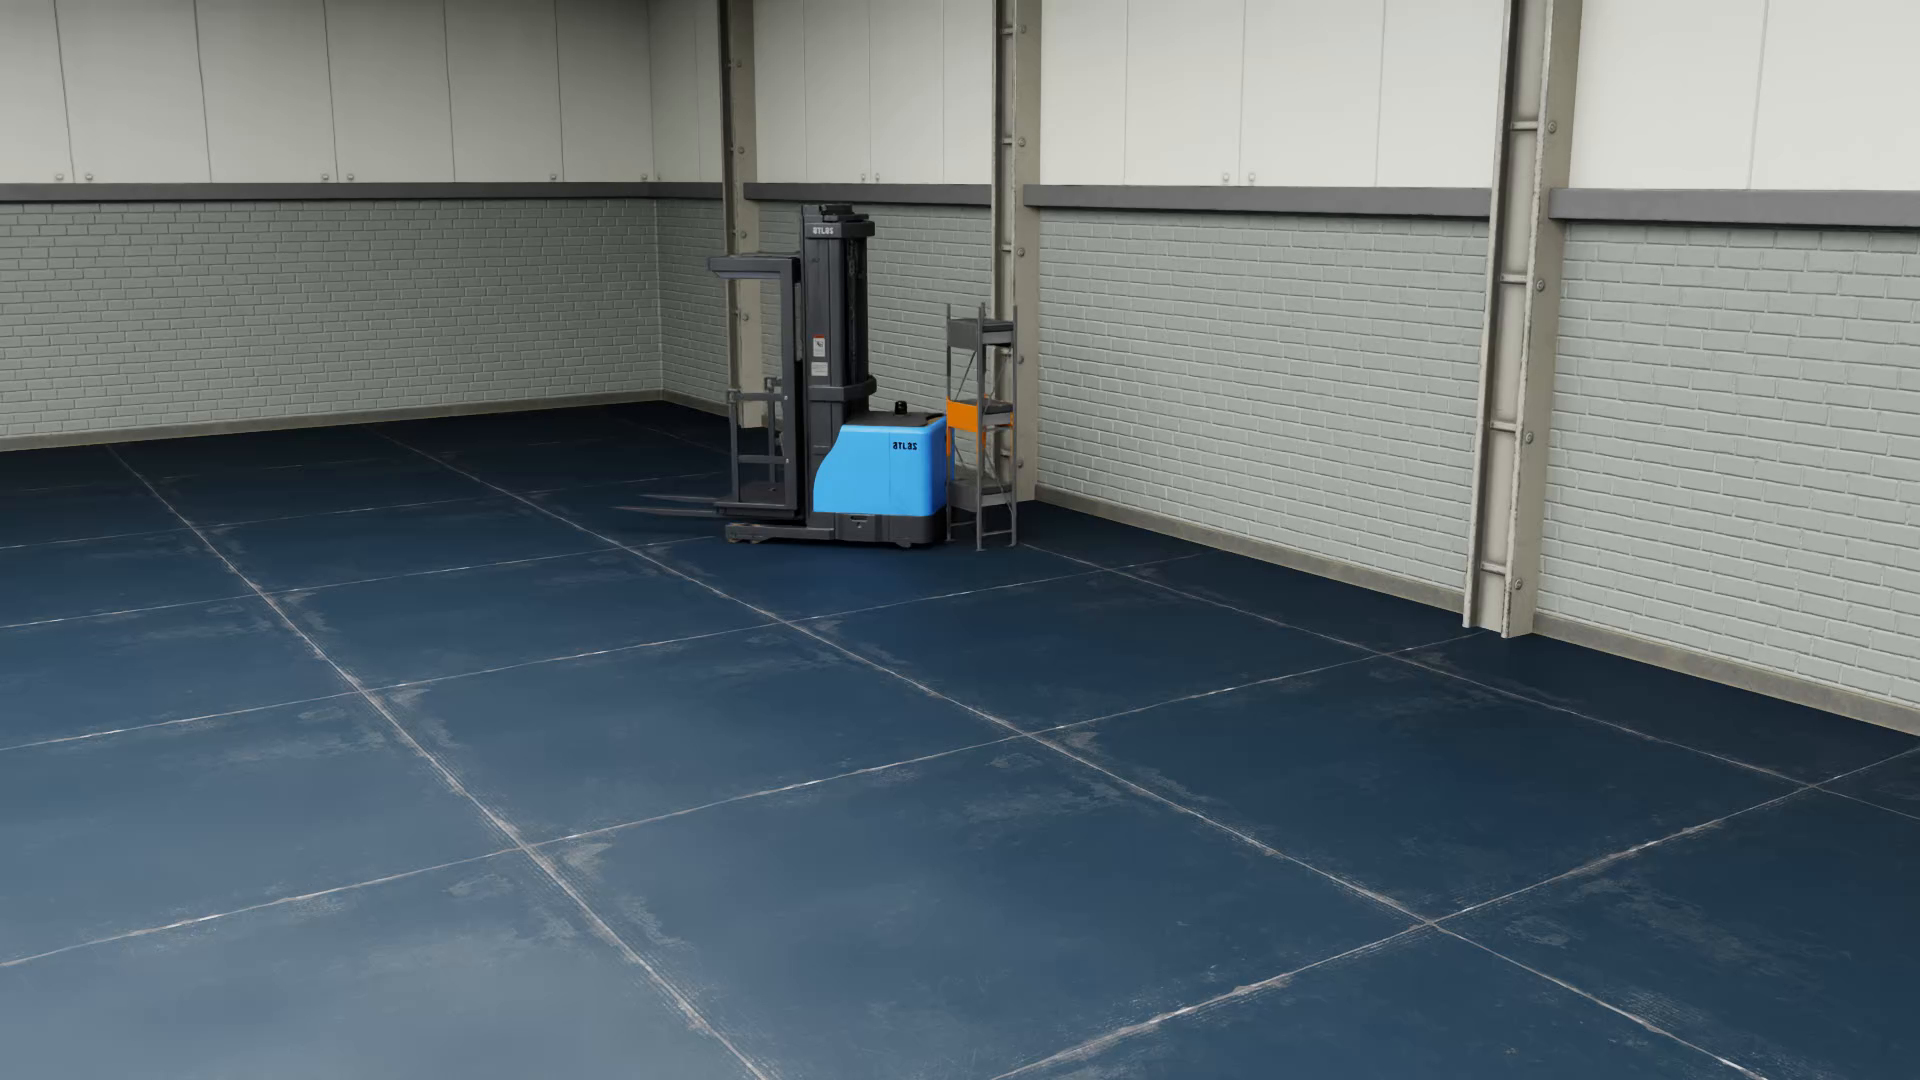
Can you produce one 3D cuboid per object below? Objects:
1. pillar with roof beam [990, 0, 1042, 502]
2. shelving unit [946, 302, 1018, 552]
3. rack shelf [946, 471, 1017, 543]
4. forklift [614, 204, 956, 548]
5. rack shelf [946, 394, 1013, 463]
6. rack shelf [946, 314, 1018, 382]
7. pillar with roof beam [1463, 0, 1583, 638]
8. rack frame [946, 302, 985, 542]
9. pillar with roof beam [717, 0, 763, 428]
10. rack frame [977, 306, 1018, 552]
[{"bbox_3d":[-3.042,-4.315,13.529,9.100,9.000,0.400,-8,15,-33],"label":"pillar with roof beam"},{"bbox_3d":[0.186,-0.992,14.481,0.431,2.100,0.503,-8,15,-33],"label":"shelving unit"},{"bbox_3d":[0.186,-0.294,14.633,0.431,0.518,0.480,-8,15,-33],"label":"rack shelf"},{"bbox_3d":[-1.610,-1.506,14.888,3.031,2.935,1.130,3,13,12],"label":"forklift"},{"bbox_3d":[0.186,-0.978,14.484,0.431,0.518,0.480,-8,15,-33],"label":"rack shelf"},{"bbox_3d":[0.186,-1.662,14.334,0.431,0.518,0.480,-8,15,-33],"label":"rack shelf"},{"bbox_3d":[0.282,-3.248,8.650,9.100,9.000,0.400,-8,15,-33],"label":"pillar with roof beam"},{"bbox_3d":[0.052,-1.035,14.680,0.400,2.100,0.015,-8,15,-33],"label":"rack frame"},{"bbox_3d":[-6.367,-5.382,18.409,9.100,9.000,0.400,-8,15,-33],"label":"pillar with roof beam"},{"bbox_3d":[0.320,-0.948,14.282,0.400,2.100,0.015,-8,15,-33],"label":"rack frame"}]
